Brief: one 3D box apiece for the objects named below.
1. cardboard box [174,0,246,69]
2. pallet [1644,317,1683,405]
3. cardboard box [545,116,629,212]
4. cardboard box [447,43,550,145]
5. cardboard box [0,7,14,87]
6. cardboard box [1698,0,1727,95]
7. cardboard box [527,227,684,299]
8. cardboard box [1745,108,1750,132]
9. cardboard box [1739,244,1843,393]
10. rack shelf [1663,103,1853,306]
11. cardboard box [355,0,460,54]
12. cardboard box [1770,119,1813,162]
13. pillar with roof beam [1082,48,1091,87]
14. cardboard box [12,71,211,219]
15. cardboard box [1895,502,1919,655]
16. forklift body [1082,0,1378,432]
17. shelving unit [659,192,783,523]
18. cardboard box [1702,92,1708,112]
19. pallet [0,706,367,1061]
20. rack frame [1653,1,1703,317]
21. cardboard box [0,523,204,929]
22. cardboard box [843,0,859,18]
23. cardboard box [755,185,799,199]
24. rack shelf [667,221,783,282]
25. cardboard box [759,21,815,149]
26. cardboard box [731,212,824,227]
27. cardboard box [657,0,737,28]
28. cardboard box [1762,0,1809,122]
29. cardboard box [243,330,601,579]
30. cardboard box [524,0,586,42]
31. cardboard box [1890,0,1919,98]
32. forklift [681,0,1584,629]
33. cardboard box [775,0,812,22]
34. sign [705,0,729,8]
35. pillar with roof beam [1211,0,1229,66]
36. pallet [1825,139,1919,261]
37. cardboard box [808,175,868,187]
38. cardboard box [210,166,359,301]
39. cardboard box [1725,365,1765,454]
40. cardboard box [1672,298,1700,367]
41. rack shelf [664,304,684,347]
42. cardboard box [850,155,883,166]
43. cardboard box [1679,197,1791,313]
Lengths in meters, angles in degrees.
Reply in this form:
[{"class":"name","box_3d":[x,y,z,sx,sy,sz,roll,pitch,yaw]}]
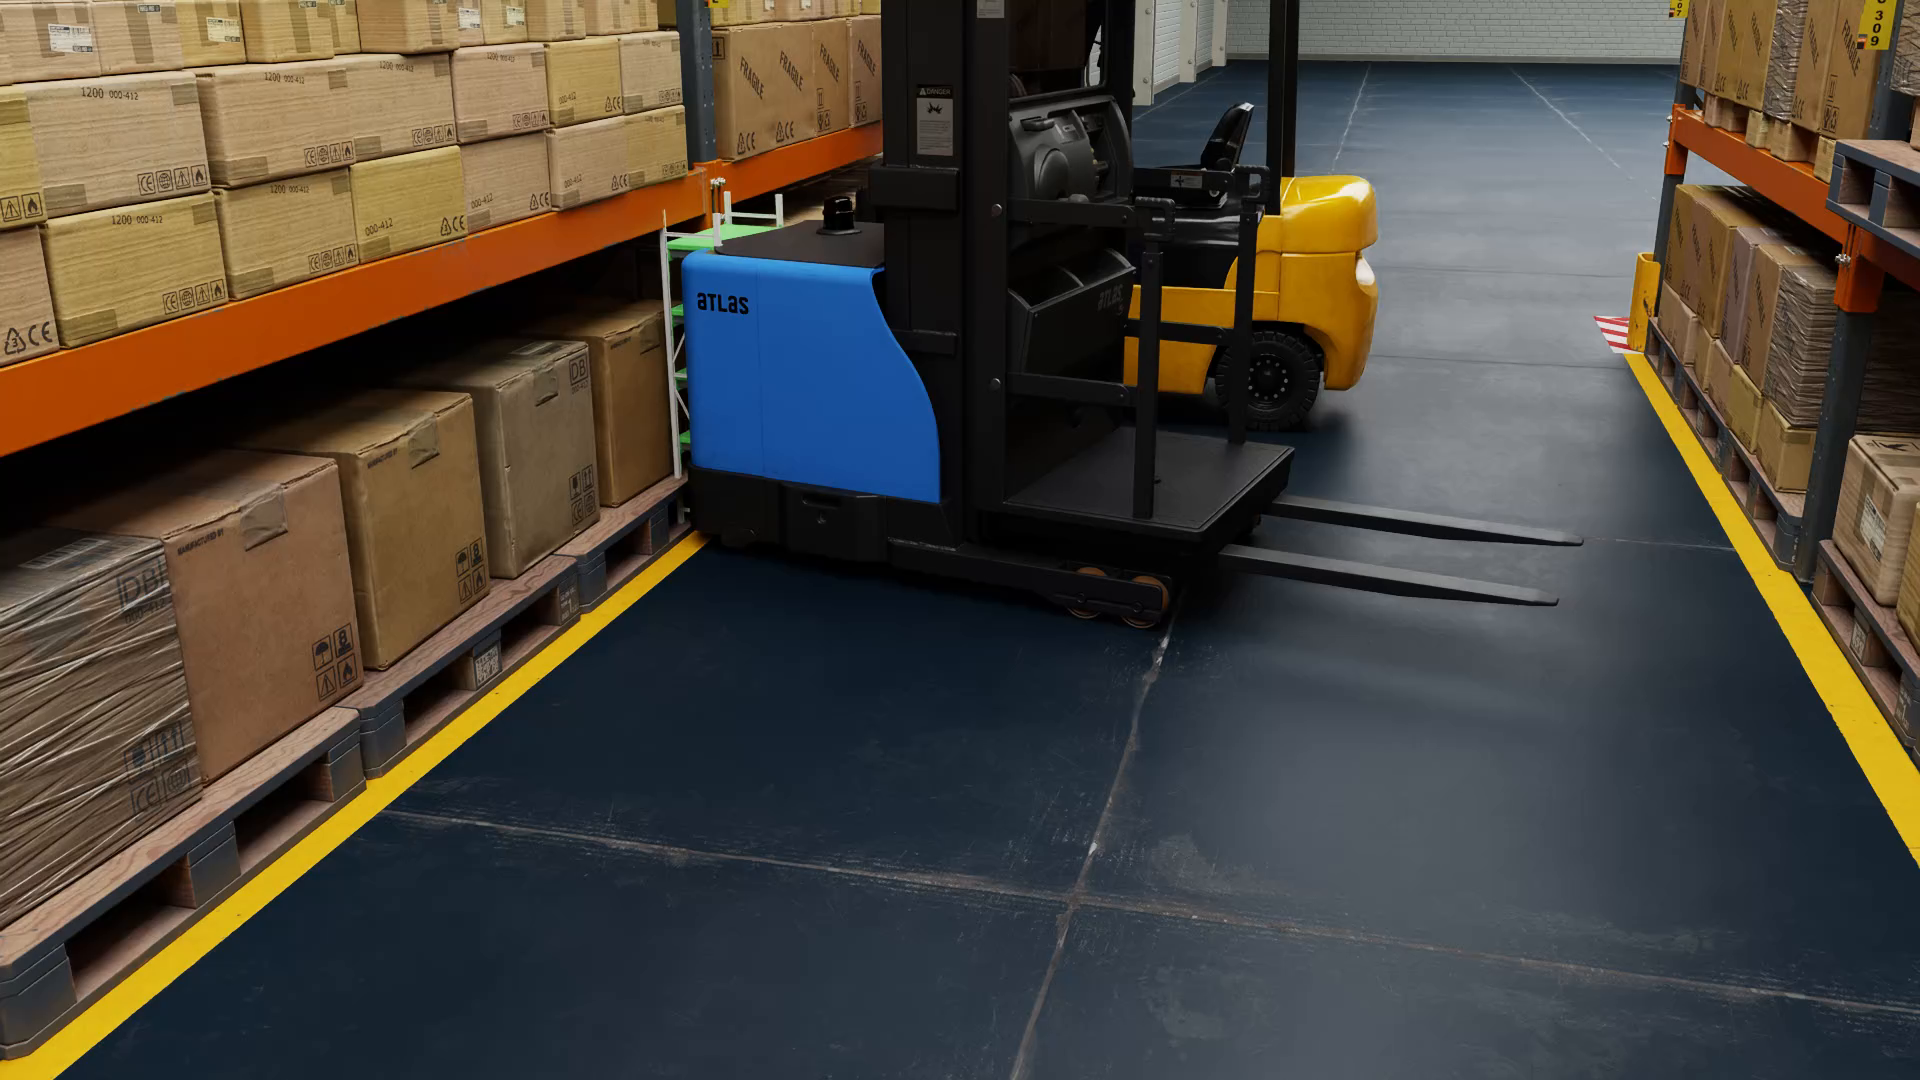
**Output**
[{"class":"cardboard box","box_3d":[-1.850,-1.141,3.729,0.380,0.149,0.250,5,19,14]},{"class":"pallet","box_3d":[4.118,-0.901,8.499,1.003,0.211,1.213,5,19,13]},{"class":"cardboard box","box_3d":[-1.409,-1.226,5.367,0.500,0.250,0.500,5,19,13]},{"class":"cardboard box","box_3d":[-1.543,-1.303,4.821,0.500,0.250,0.500,5,19,14]},{"class":"cardboard box","box_3d":[-1.972,-0.894,3.007,0.380,0.149,0.250,5,20,15]},{"class":"cardboard box","box_3d":[3.861,-2.395,7.944,0.500,0.500,0.500,5,20,15]},{"class":"cardboard box","box_3d":[-1.489,-1.173,7.040,0.500,0.250,0.500,5,20,14]},{"class":"cardboard box","box_3d":[3.751,-1.883,7.448,0.380,0.149,0.250,5,20,15]},{"class":"cardboard box","box_3d":[3.399,-0.861,6.512,0.500,0.500,0.500,5,19,14]},{"class":"rack shelf","box_3d":[3.881,-1.529,7.136,1.077,0.370,4.000,5,19,13]},{"class":"cardboard box","box_3d":[-1.563,-1.371,4.402,0.380,0.149,0.250,4,19,12]},{"class":"cardboard box","box_3d":[3.420,-1.567,6.524,0.380,0.149,0.250,4,19,13]},{"class":"pillar with roof beam","box_3d":[5.618,-9.000,18.615,9.100,9.000,0.400,5,19,13]},{"class":"cardboard box","box_3d":[-1.930,-0.822,3.411,0.500,0.250,0.500,5,20,15]},{"class":"cardboard box","box_3d":[3.094,0.193,4.399,0.950,0.372,0.625,6,20,17]},{"class":"forklift body","box_3d":[0.861,-1.747,7.975,2.313,2.155,1.214,5,19,13]},{"class":"shelving unit","box_3d":[-0.867,-0.668,6.272,0.258,1.200,0.503,7,21,19]},{"class":"cardboard box","box_3d":[4.086,-2.287,8.632,0.380,0.149,0.250,5,19,14]},{"class":"pallet","box_3d":[-2.160,0.685,3.855,1.003,0.211,1.213,5,19,13]},{"class":"rack frame","box_3d":[4.370,-2.496,8.855,1.000,3.000,0.127,5,19,13]},{"class":"cardboard box","box_3d":[-2.234,0.351,3.543,0.875,0.625,0.625,5,20,15]},{"class":"cardboard box","box_3d":[-0.692,-2.550,7.854,0.380,0.149,0.250,4,19,12]},{"class":"cardboard box","box_3d":[-1.129,-1.649,8.433,0.500,0.250,0.500,4,19,12]},{"class":"rack shelf","box_3d":[-0.869,-1.060,6.131,0.258,0.148,0.480,7,21,19]},{"class":"cardboard box","box_3d":[-0.949,-1.964,7.141,0.500,0.500,0.500,5,19,14]},{"class":"cardboard box","box_3d":[-0.865,-1.290,7.382,0.500,0.250,0.500,5,19,13]},{"class":"cardboard box","box_3d":[-1.089,-2.067,6.439,0.380,0.149,0.250,4,19,13]},{"class":"cardboard box","box_3d":[3.501,-1.914,6.537,0.500,0.500,0.500,5,20,15]},{"class":"cardboard box","box_3d":[-1.736,-0.301,5.453,0.875,0.625,0.625,4,19,13]},{"class":"cardboard box","box_3d":[-1.382,-1.615,5.117,0.380,0.149,0.250,4,19,12]},{"class":"cardboard box","box_3d":[3.000,-1.505,4.688,0.500,0.500,0.500,5,20,15]},{"class":"forklift","box_3d":[0.561,-1.298,5.452,3.031,2.935,1.130,9,21,25]},{"class":"cardboard box","box_3d":[-0.858,-2.303,7.132,0.380,0.149,0.250,5,20,15]},{"class":"sign","box_3d":[-0.893,-2.104,6.038,0.100,0.325,0.005,5,19,13]},{"class":"pillar with roof beam","box_3d":[10.016,-14.642,35.133,9.100,9.000,0.400,5,19,13]},{"class":"pallet","box_3d":[3.064,-0.924,4.548,1.003,0.211,1.213,5,19,13]},{"class":"cardboard box","box_3d":[-0.487,-1.769,8.784,0.500,0.250,0.500,5,19,14]},{"class":"cardboard box","box_3d":[-1.807,-0.748,3.968,0.500,0.250,0.500,4,19,12]},{"class":"cardboard box","box_3d":[3.396,-0.514,6.657,0.500,0.250,0.500,4,19,12]},{"class":"cardboard box","box_3d":[3.772,-1.003,8.089,0.500,0.250,0.500,5,20,15]},{"class":"rack shelf","box_3d":[-0.868,-0.834,6.212,0.258,0.148,0.480,7,21,19]},{"class":"cardboard box","box_3d":[-0.746,-2.122,9.817,0.500,0.250,0.500,4,19,13]},{"class":"cardboard box","box_3d":[3.776,-1.346,7.931,0.500,0.500,0.500,4,19,11]}]
